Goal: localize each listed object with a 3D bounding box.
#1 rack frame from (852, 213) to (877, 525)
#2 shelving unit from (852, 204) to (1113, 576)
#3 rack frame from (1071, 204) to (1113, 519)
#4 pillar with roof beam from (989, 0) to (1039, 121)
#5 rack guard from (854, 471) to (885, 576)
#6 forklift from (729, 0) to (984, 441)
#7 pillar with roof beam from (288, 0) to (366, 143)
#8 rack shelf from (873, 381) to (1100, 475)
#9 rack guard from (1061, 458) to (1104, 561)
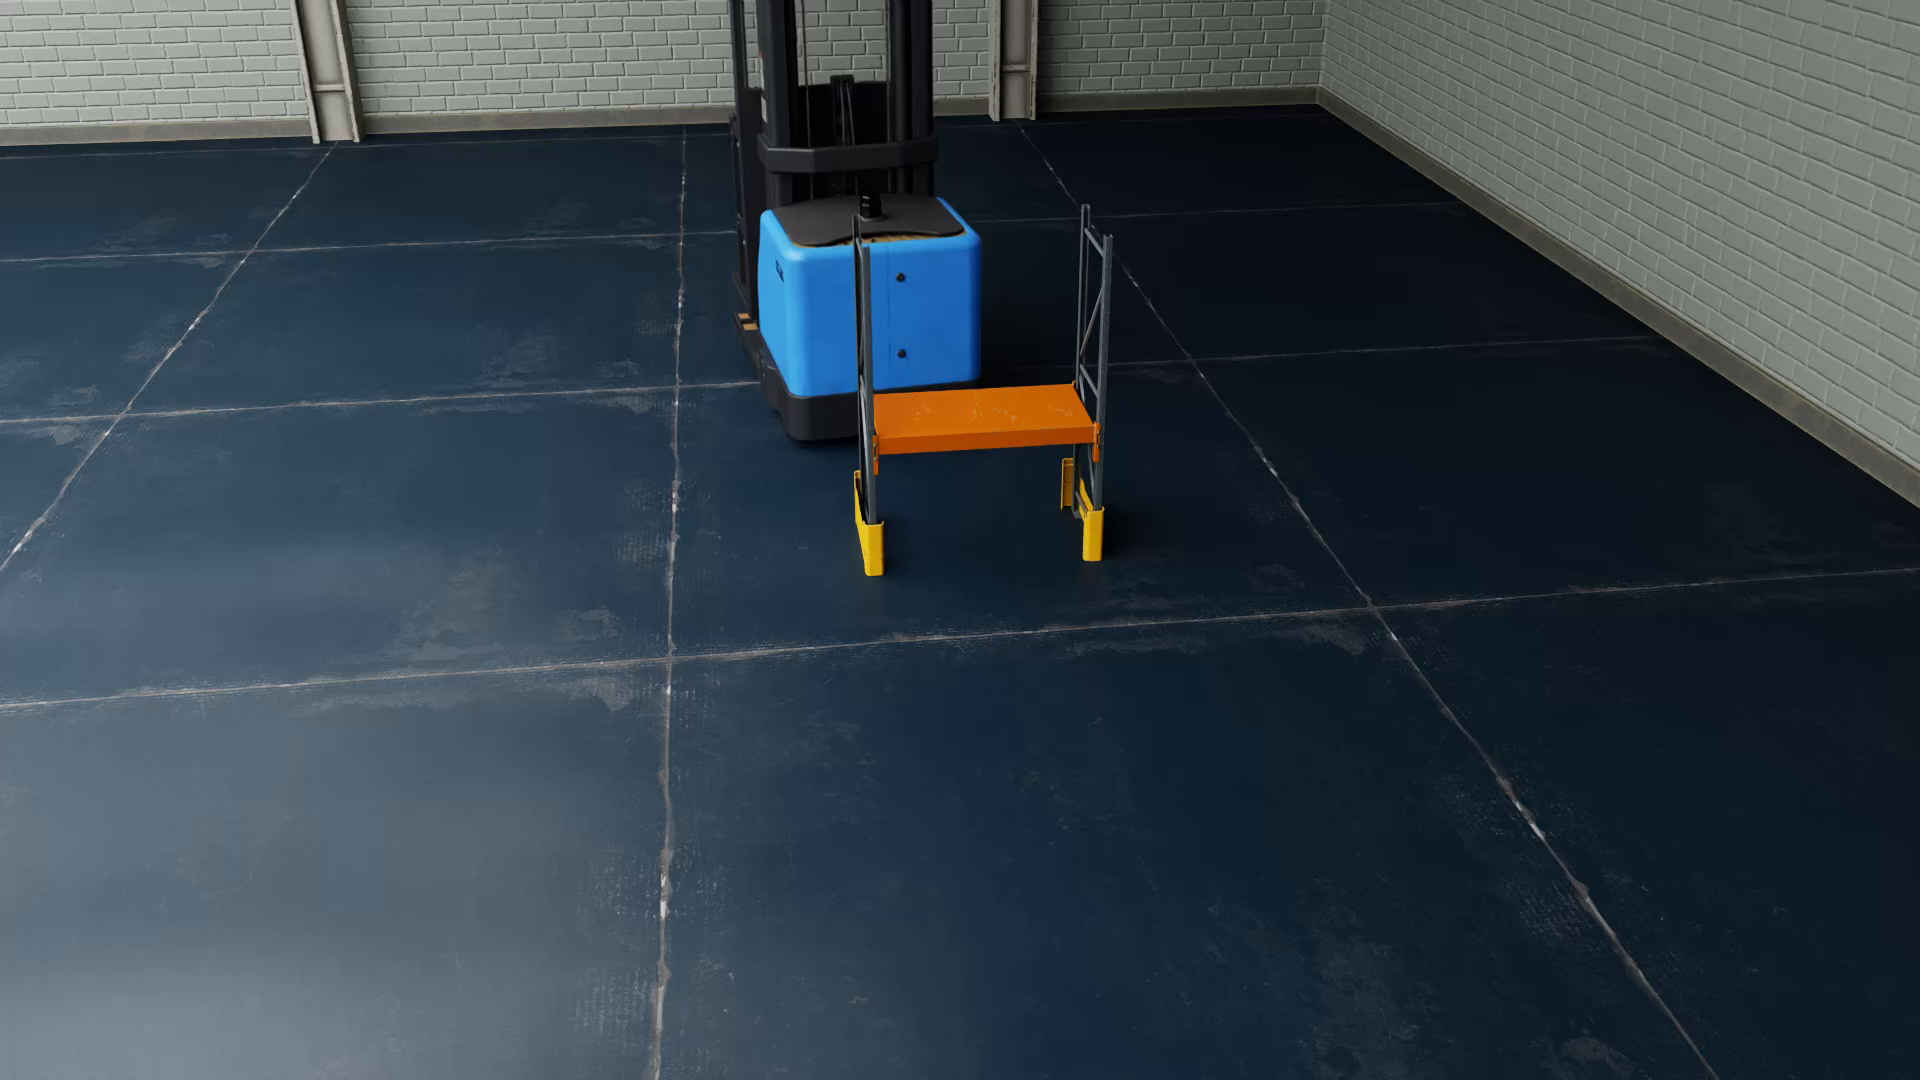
[{"bbox_3d":[-0.419,-0.640,7.355,0.032,1.500,0.500,-4,27,-7],"label":"rack frame"},{"bbox_3d":[0.076,-0.672,7.417,1.083,1.500,0.587,-4,27,-7],"label":"shelving unit"},{"bbox_3d":[0.588,-0.705,7.481,0.032,1.500,0.500,-4,27,-7],"label":"rack frame"},{"bbox_3d":[1.083,-5.977,9.541,0.400,9.000,9.100,-4,27,-7],"label":"pillar with roof beam"},{"bbox_3d":[-0.418,-0.084,7.641,0.087,0.250,0.587,-4,27,-7],"label":"rack guard"},{"bbox_3d":[-0.752,-2.471,9.355,1.130,2.935,3.031,-7,28,-14],"label":"forklift"},{"bbox_3d":[-4.859,-5.595,8.797,0.400,9.000,9.100,-4,27,-7],"label":"pillar with roof beam"},{"bbox_3d":[0.084,-0.513,7.500,1.000,0.185,0.538,-4,27,-7],"label":"rack shelf"},{"bbox_3d":[0.569,-0.148,7.764,0.087,0.250,0.587,-4,27,-7],"label":"rack guard"}]
